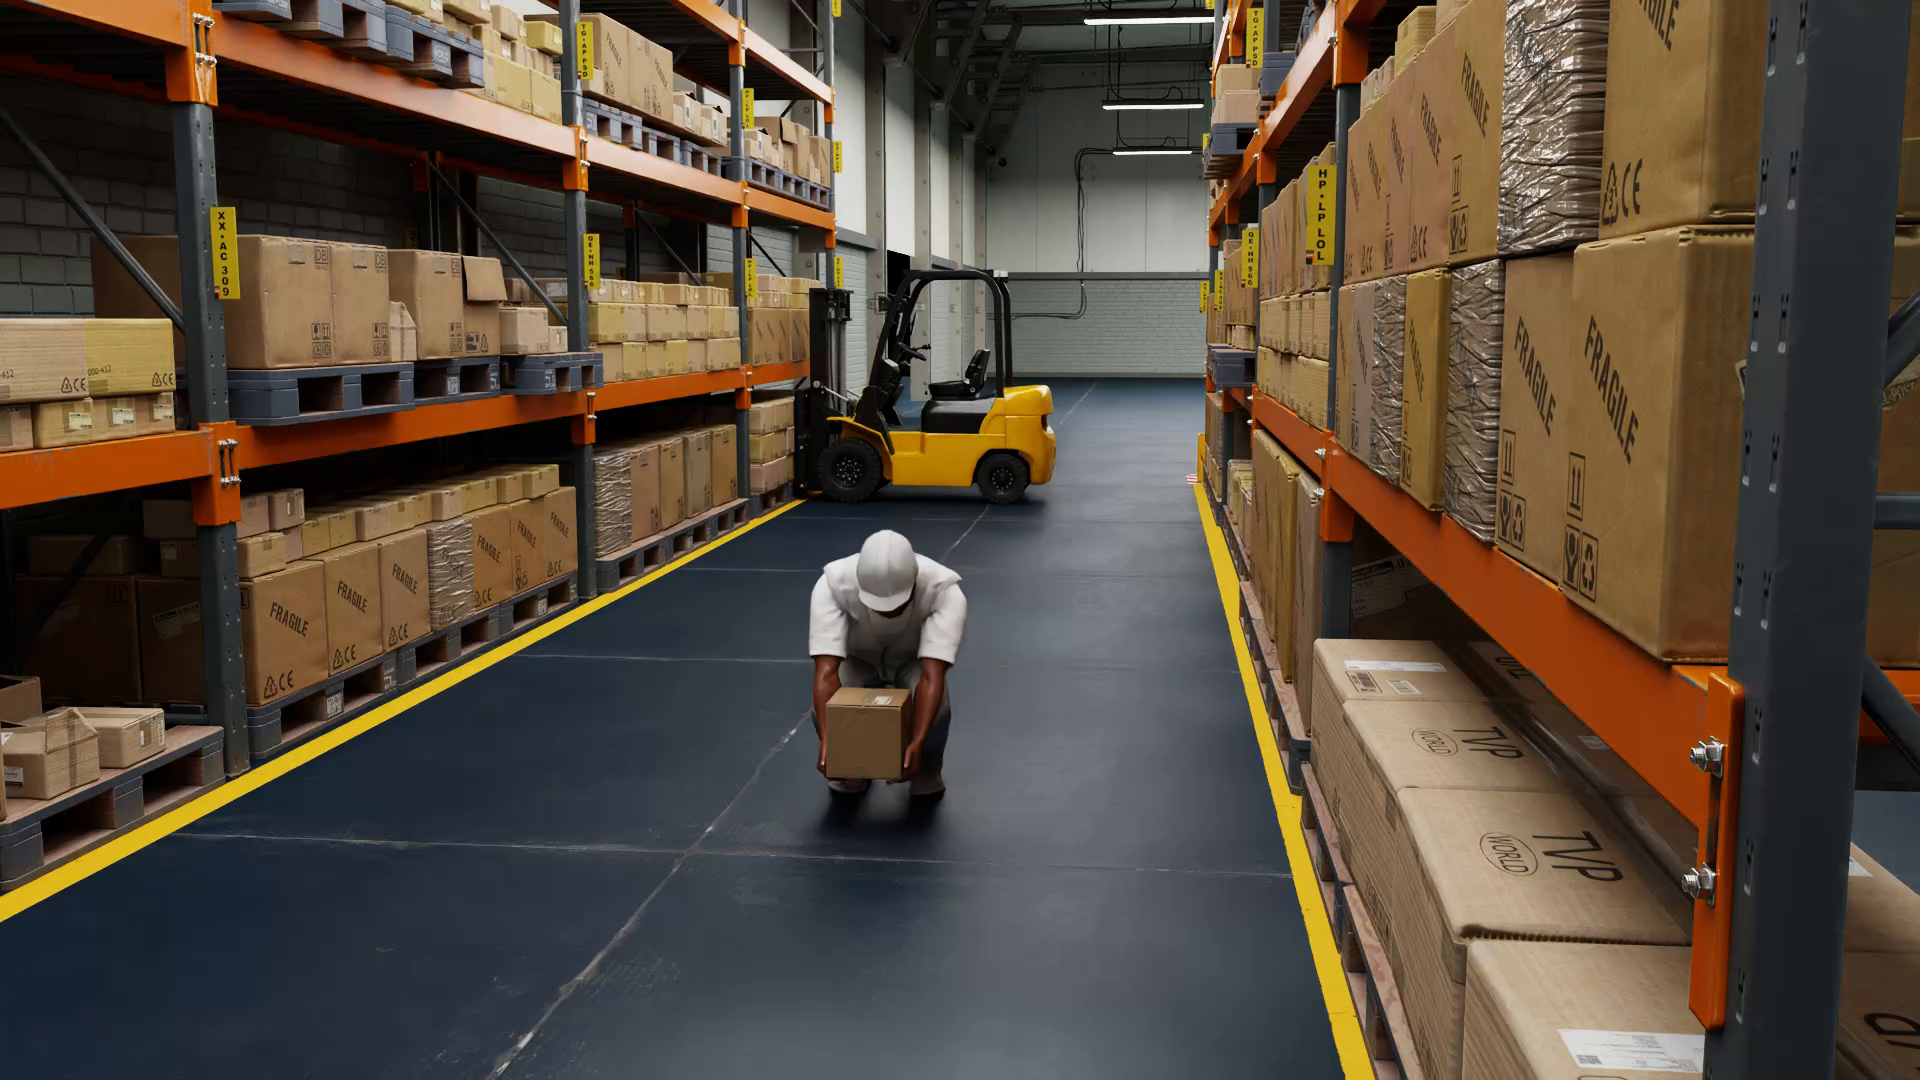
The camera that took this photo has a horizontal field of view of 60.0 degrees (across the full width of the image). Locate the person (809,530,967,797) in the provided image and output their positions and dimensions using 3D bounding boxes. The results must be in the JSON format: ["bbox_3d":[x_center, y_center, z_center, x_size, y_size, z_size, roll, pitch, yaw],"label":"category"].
[{"bbox_3d":[-0.241,0.430,5.871,0.544,1.010,0.904,1,8,5],"label":"person"}]
